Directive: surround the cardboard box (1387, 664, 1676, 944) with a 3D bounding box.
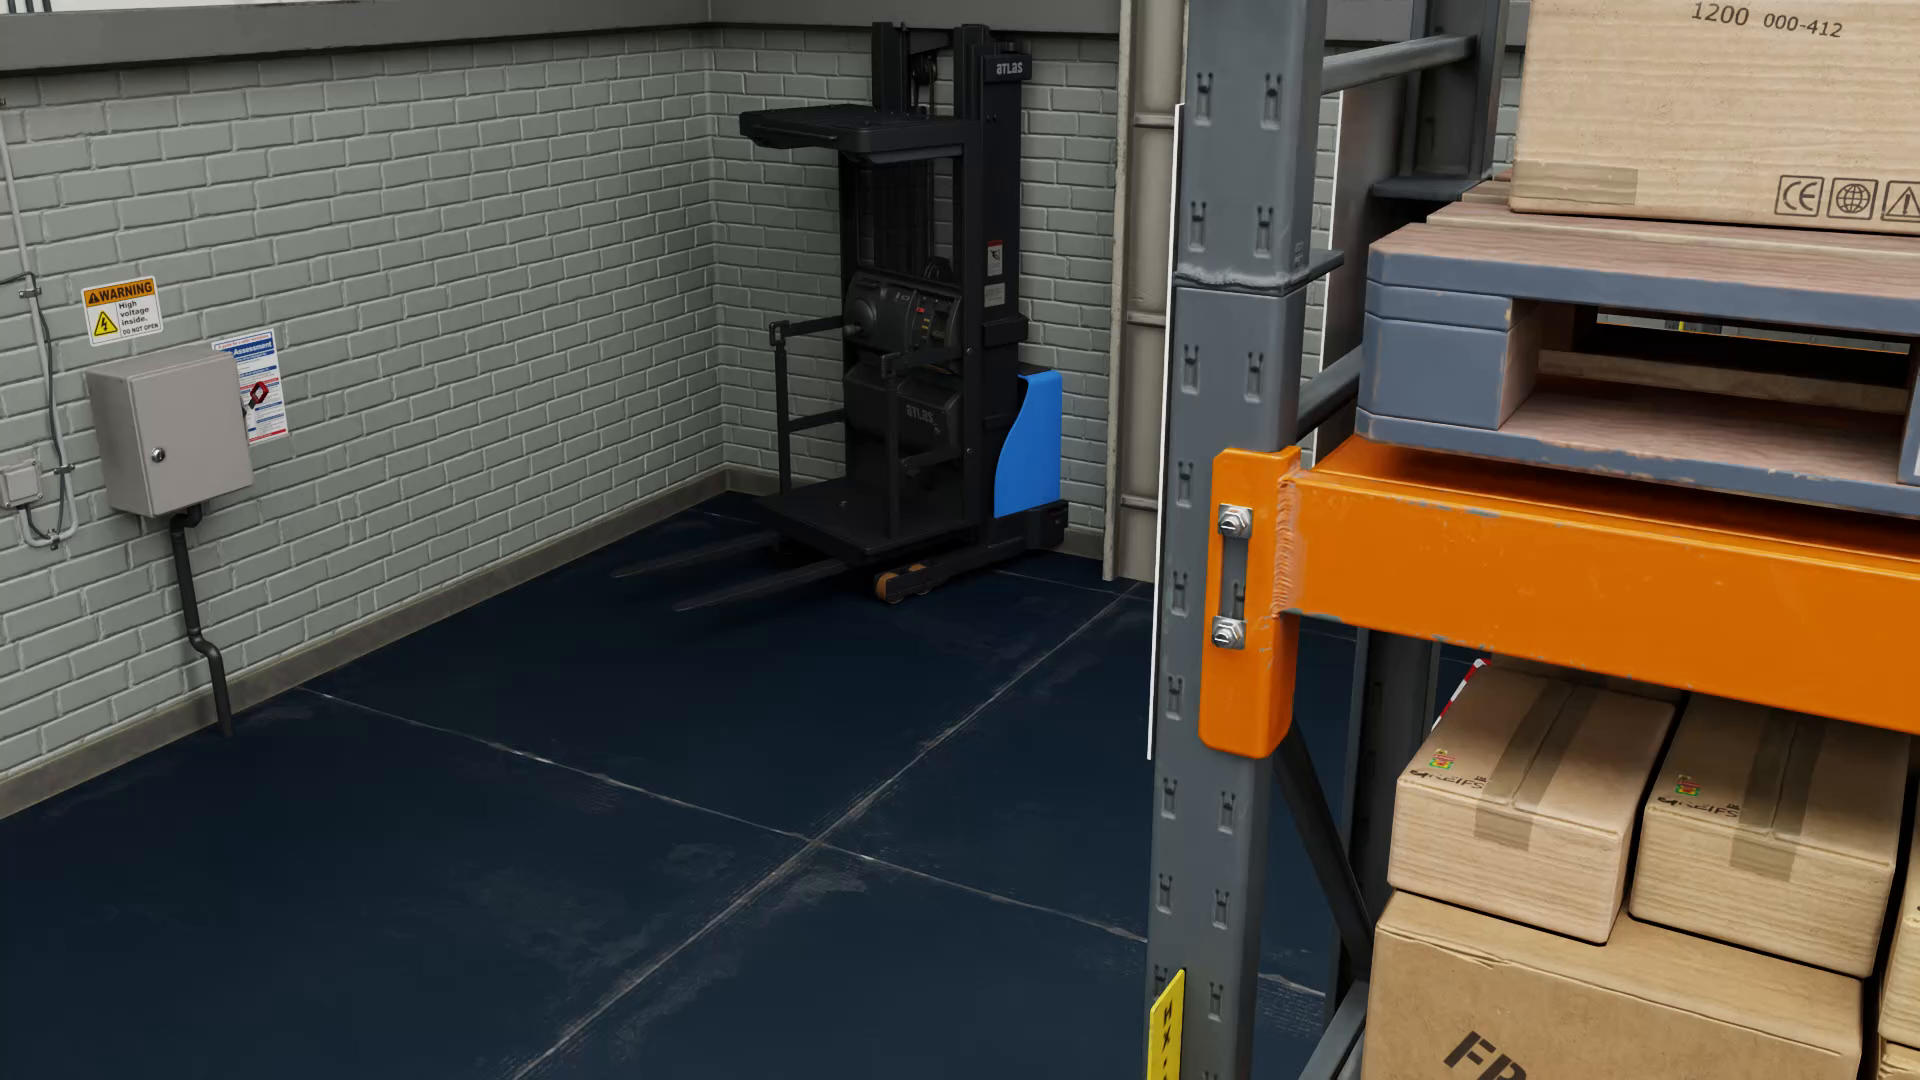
[{"bbox_3d":[0.709,0.310,2.047,0.250,0.149,0.380,11,23,28],"label":"cardboard box"}]

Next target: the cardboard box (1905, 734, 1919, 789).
[{"bbox_3d":[1.445,0.222,2.291,0.250,0.149,0.380,11,22,27],"label":"cardboard box"}]

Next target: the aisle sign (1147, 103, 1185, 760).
[{"bbox_3d":[0.330,-0.157,2.087,0.004,0.787,0.394,11,23,27],"label":"aisle sign"}]

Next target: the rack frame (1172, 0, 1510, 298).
[{"bbox_3d":[0.534,-1.829,1.712,0.127,3.000,1.000,11,23,27],"label":"rack frame"}]

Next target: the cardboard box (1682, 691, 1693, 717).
[{"bbox_3d":[1.179,0.204,2.340,0.250,0.149,0.380,11,23,28],"label":"cardboard box"}]

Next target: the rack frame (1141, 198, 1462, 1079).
[{"bbox_3d":[0.534,0.991,2.735,0.127,3.000,1.000,11,23,27],"label":"rack frame"}]

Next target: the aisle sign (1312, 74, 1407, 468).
[{"bbox_3d":[0.623,-0.336,2.579,0.004,0.787,0.394,11,23,27],"label":"aisle sign"}]

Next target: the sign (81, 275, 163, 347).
[{"bbox_3d":[-3.456,-0.947,6.867,0.001,0.242,0.339,11,23,27],"label":"sign"}]

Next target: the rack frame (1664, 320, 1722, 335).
[{"bbox_3d":[2.952,-0.488,6.810,0.127,3.000,1.000,11,23,27],"label":"rack frame"}]

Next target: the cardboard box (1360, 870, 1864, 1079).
[{"bbox_3d":[0.814,0.638,2.094,0.500,0.500,0.500,10,22,26],"label":"cardboard box"}]

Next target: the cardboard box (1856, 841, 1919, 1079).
[{"bbox_3d":[1.269,0.722,1.863,0.500,0.500,0.500,10,22,26],"label":"cardboard box"}]

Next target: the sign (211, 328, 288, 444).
[{"bbox_3d":[-3.188,-0.678,7.475,0.001,0.494,0.329,11,23,27],"label":"sign"}]

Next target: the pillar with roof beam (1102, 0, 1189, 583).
[{"bbox_3d":[-1.062,-2.743,4.230,0.400,9.000,9.100,11,23,27],"label":"pillar with roof beam"}]

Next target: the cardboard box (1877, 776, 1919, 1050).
[{"bbox_3d":[1.144,0.410,1.772,0.250,0.149,0.380,12,23,29],"label":"cardboard box"}]

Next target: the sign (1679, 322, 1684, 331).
[{"bbox_3d":[2.687,-0.733,6.217,0.005,0.325,0.100,11,23,27],"label":"sign"}]

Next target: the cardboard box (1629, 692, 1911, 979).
[{"bbox_3d":[0.973,0.333,1.985,0.250,0.149,0.380,11,23,29],"label":"cardboard box"}]

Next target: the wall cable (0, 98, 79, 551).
[{"bbox_3d":[-3.718,-0.842,6.297,0.122,1.984,0.588,11,23,27],"label":"wall cable"}]

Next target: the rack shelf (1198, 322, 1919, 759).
[{"bbox_3d":[2.280,0.251,1.429,4.000,0.370,1.077,11,23,27],"label":"rack shelf"}]

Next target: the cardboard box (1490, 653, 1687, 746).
[{"bbox_3d":[0.945,0.169,2.437,0.250,0.149,0.380,11,23,28],"label":"cardboard box"}]

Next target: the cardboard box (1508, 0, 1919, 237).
[{"bbox_3d":[0.971,-0.545,2.028,0.500,0.250,0.500,9,22,22],"label":"cardboard box"}]

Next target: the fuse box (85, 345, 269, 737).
[{"bbox_3d":[-3.248,0.065,7.178,0.414,1.711,0.539,11,23,27],"label":"fuse box"}]

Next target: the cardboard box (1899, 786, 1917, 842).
[{"bbox_3d":[1.542,0.561,2.306,0.500,0.500,0.500,11,23,27],"label":"cardboard box"}]

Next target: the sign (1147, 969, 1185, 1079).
[{"bbox_3d":[0.258,0.711,2.121,0.005,0.325,0.100,11,23,27],"label":"sign"}]

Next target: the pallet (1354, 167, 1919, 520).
[{"bbox_3d":[1.187,-0.257,1.907,1.213,0.211,1.003,11,23,27],"label":"pallet"}]

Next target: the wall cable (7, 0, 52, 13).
[{"bbox_3d":[-2.808,-3.756,6.967,0.133,3.039,2.988,11,23,27],"label":"wall cable"}]

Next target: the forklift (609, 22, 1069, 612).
[{"bbox_3d":[-0.478,-1.238,8.979,3.031,2.935,1.130,-16,26,-38],"label":"forklift"}]
